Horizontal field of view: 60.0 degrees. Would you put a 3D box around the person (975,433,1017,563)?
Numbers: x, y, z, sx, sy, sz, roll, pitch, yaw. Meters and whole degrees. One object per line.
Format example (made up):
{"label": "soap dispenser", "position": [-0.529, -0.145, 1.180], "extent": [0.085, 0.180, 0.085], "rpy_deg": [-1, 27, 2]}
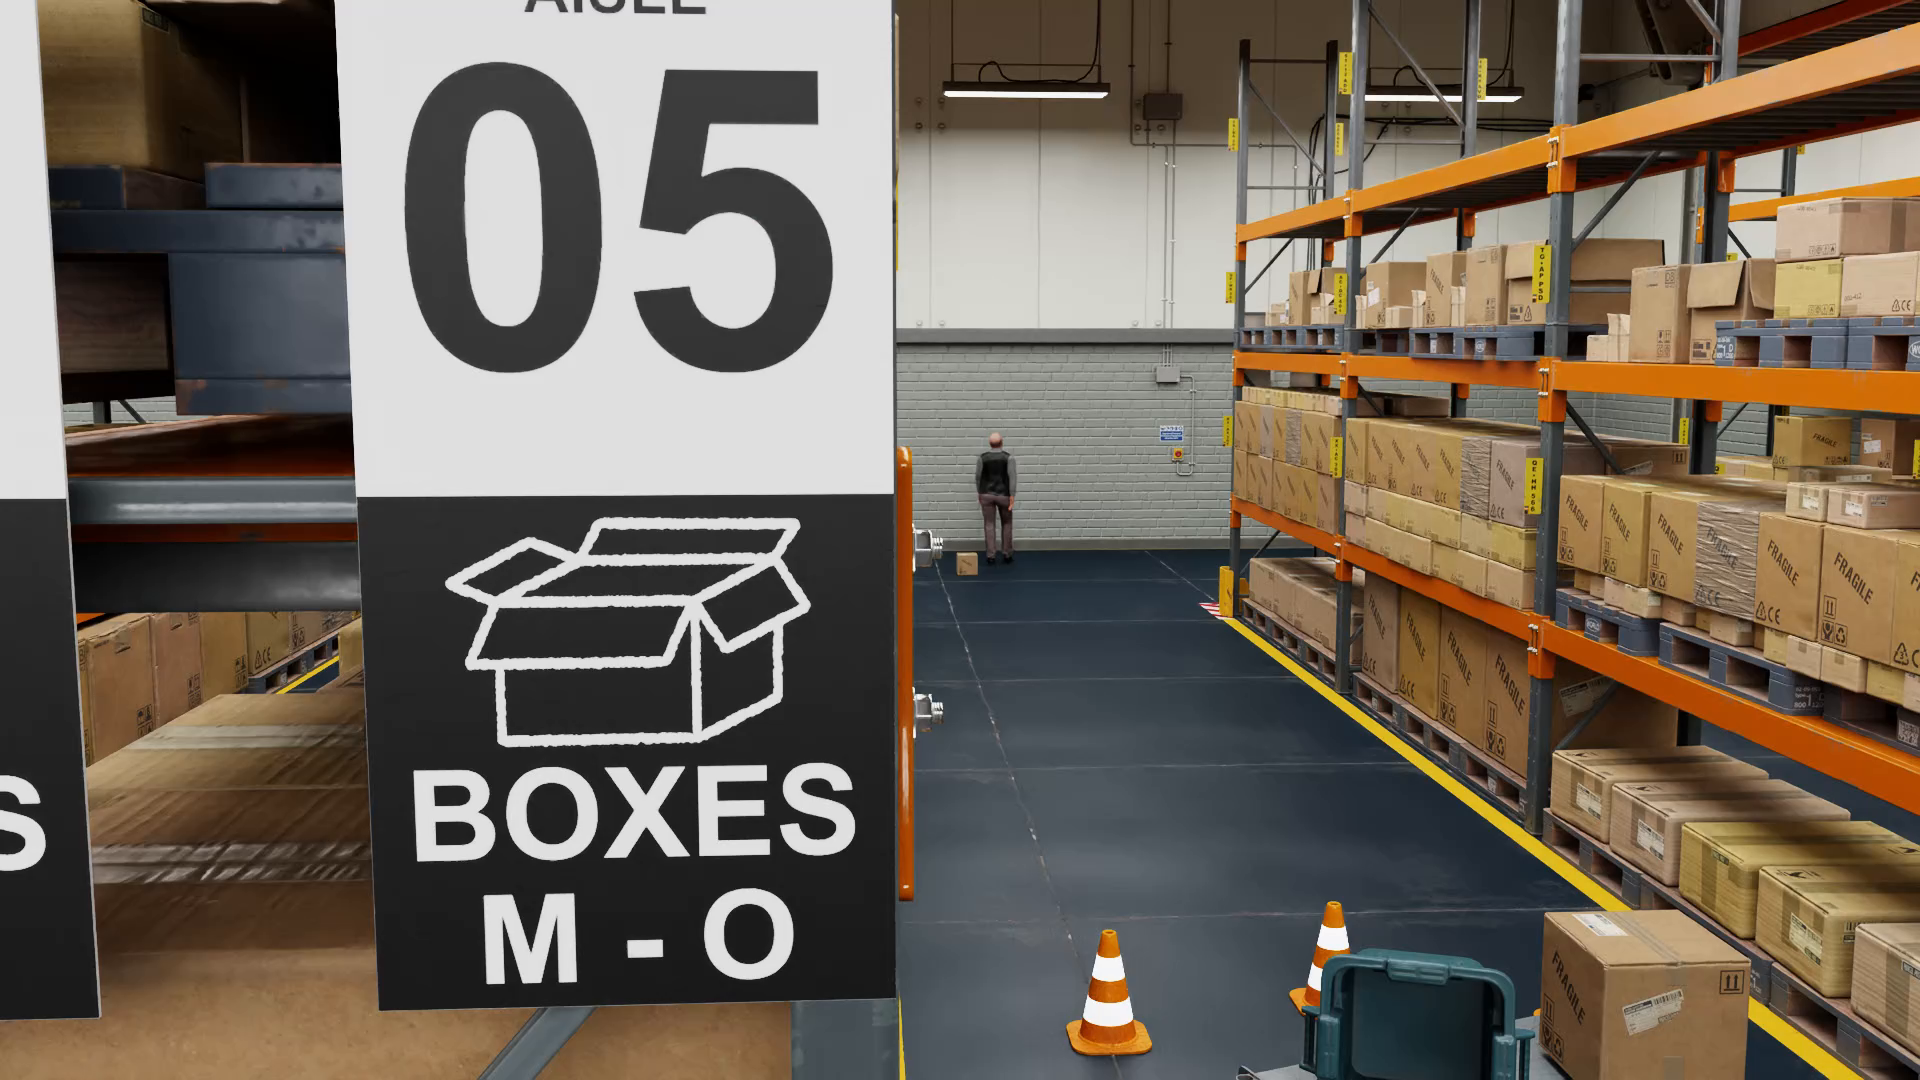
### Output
{"label": "person", "position": [0.479, -0.541, 21.978], "extent": [0.551, 1.767, 0.684], "rpy_deg": [0, 7, 3]}
